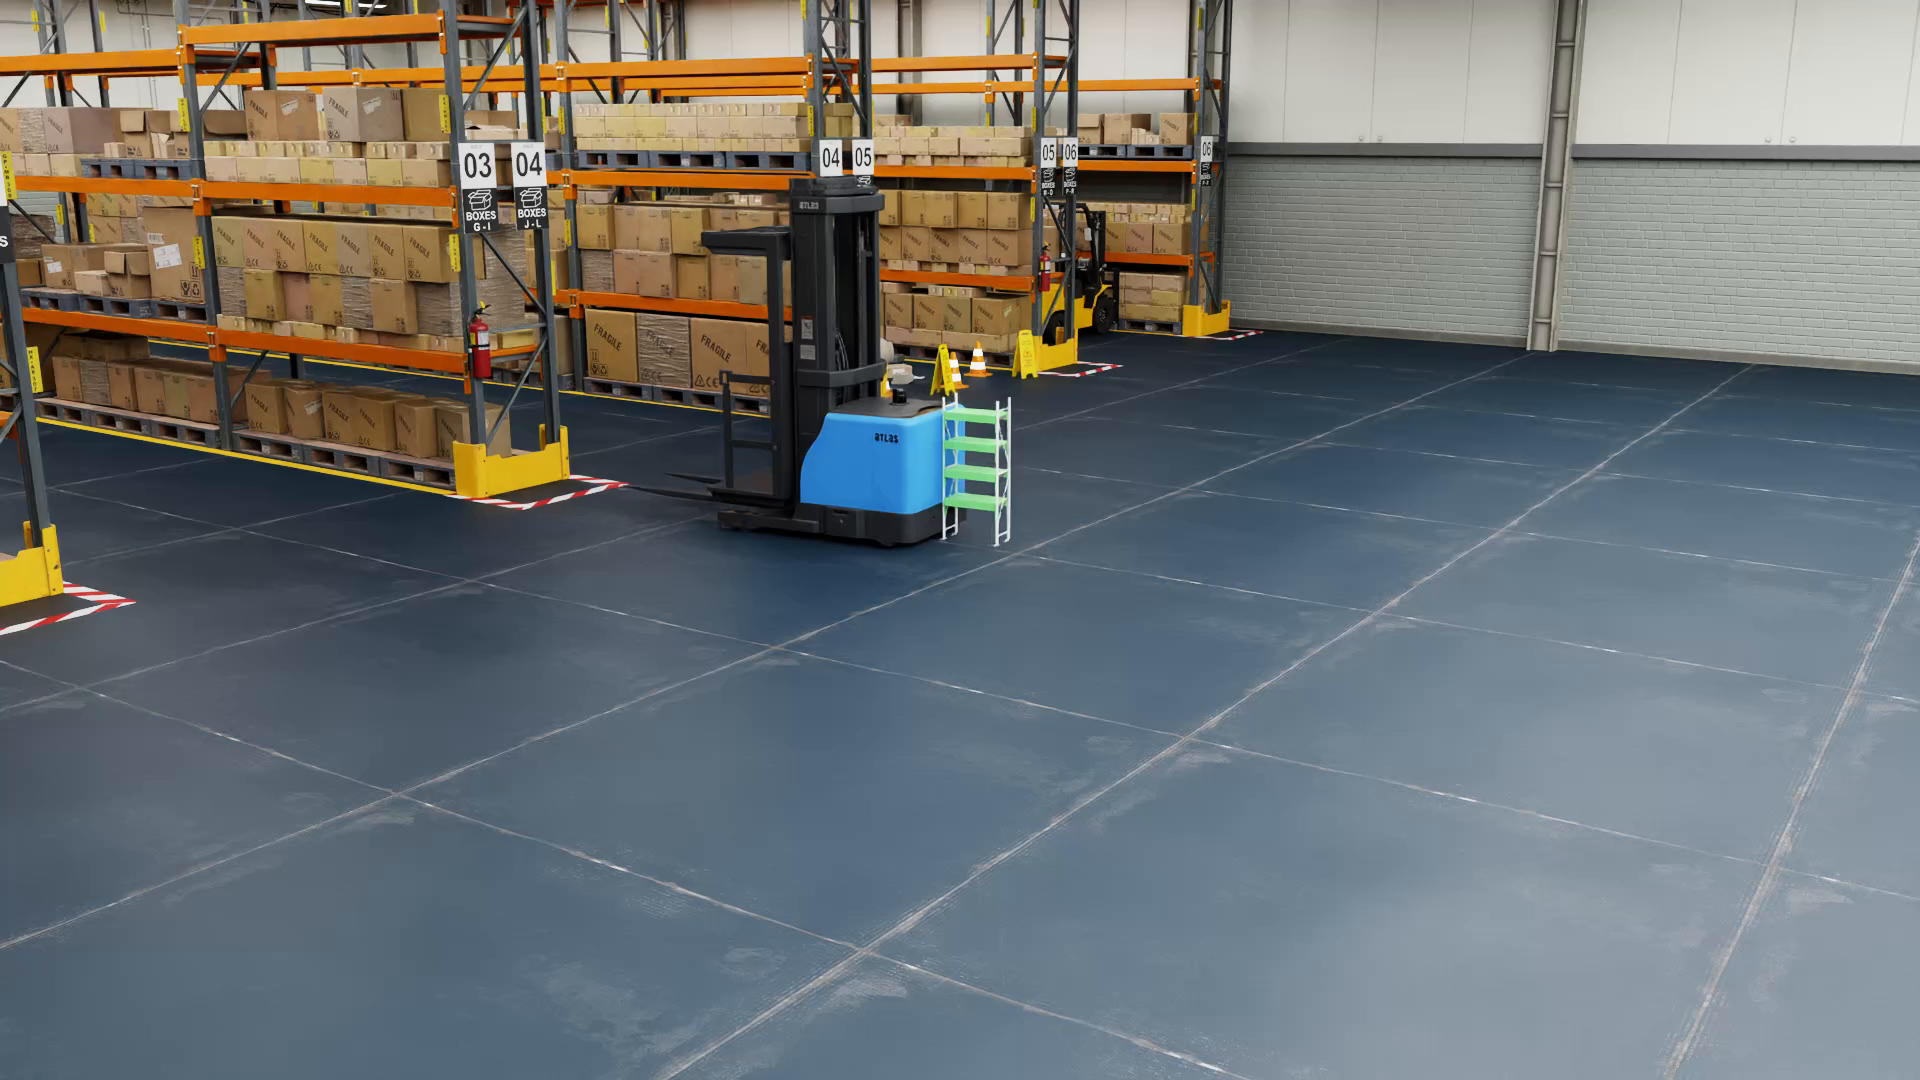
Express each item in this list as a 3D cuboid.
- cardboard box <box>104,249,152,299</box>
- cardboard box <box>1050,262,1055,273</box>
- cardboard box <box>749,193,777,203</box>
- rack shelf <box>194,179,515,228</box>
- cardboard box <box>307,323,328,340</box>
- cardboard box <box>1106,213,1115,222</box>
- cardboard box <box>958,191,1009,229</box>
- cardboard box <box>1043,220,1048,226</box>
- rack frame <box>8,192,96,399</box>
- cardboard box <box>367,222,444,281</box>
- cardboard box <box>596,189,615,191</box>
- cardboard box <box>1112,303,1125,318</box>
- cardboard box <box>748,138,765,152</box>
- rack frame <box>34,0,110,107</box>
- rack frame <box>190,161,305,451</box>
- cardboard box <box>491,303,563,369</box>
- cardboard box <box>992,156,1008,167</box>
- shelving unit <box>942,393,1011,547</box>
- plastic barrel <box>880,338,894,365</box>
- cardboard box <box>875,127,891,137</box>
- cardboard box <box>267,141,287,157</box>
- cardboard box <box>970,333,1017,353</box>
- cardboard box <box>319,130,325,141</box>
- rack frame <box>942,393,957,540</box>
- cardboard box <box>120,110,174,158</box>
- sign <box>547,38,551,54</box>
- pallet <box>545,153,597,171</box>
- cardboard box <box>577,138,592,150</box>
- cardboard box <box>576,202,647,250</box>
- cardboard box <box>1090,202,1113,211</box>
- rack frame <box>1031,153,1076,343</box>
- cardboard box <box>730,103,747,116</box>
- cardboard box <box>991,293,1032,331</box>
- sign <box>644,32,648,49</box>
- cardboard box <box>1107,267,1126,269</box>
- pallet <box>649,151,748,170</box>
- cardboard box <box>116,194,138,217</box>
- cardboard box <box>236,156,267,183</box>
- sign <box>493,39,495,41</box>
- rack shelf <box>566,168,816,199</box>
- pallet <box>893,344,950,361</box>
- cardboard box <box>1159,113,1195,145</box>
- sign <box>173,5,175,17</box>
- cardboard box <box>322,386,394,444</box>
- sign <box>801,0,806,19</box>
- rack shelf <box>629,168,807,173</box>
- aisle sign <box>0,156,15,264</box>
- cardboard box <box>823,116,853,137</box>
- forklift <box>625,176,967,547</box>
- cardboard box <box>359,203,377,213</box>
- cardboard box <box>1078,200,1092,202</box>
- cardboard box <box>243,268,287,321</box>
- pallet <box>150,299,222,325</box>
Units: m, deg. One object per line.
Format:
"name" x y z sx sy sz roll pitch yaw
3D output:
"cardboard box" -9.011 -2.970 18.490 0.637 0.503 0.797 11 18 38
"cardboard box" 1.162 -3.906 23.884 0.250 0.149 0.380 9 17 33
"cardboard box" -3.142 -5.448 26.539 0.250 0.149 0.380 10 17 36
"rack shelf" -5.862 -3.341 16.330 4.000 0.370 1.077 9 17 33
"cardboard box" -6.259 -2.093 16.557 0.250 0.149 0.380 9 17 33
"cardboard box" 2.574 -5.453 28.050 0.250 0.149 0.380 9 17 33
"cardboard box" 0.367 -4.714 23.716 0.500 0.500 0.700 9 17 33
"cardboard box" 1.441 -5.338 28.938 0.500 0.500 0.500 10 17 34
"rack frame" -10.840 -3.038 19.855 0.127 3.000 1.000 9 17 33
"cardboard box" -5.215 -2.734 15.718 0.500 0.500 0.500 9 17 33
"cardboard box" -5.999 -5.728 28.430 0.500 0.500 0.500 9 17 33
"cardboard box" 2.712 -3.938 28.338 0.500 0.250 0.500 9 17 33
"cardboard box" -2.237 -4.573 19.251 0.250 0.149 0.380 9 17 34
"rack frame" -14.627 -7.999 27.408 0.127 3.000 1.000 9 17 33
"rack frame" -7.521 -2.502 17.688 0.127 3.000 1.000 9 17 33
"cardboard box" -6.033 -2.785 22.637 0.750 0.750 1.050 9 17 33
"cardboard box" 0.652 -5.294 23.249 0.250 0.149 0.380 9 17 33
"shelving unit" 0.133 -0.579 13.666 0.503 1.200 0.258 7 16 26
"plastic barrel" -1.230 -2.666 23.712 0.512 0.421 0.421 -4 14 -16
"cardboard box" -1.028 -5.962 24.285 0.250 0.149 0.380 9 16 31
"cardboard box" -6.551 -3.834 16.307 0.250 0.149 0.380 9 16 32
"cardboard box" 0.488 -2.869 24.017 0.500 0.250 0.500 9 17 33
"cardboard box" -9.026 -5.609 23.788 0.500 0.500 0.500 9 17 33
"rack frame" -0.083 -0.606 13.774 0.015 1.200 0.240 7 16 26
"cardboard box" -8.638 -4.421 18.108 0.637 0.503 0.797 10 17 35
"sign" -8.854 -10.628 35.755 0.005 0.325 0.100 9 17 33
"pallet" -5.457 -4.954 21.748 1.217 0.209 0.805 8 16 31
"cardboard box" -4.557 -4.947 20.764 0.250 0.149 0.380 9 16 32
"cardboard box" -4.382 -4.018 21.253 0.550 0.550 0.875 9 17 33
"cardboard box" 2.405 -5.650 28.228 0.250 0.149 0.380 9 17 34
"rack frame" 1.329 -3.941 23.503 0.127 3.000 1.000 9 17 33
"cardboard box" -2.454 -4.995 19.296 0.250 0.149 0.380 10 17 34
"cardboard box" 0.794 -3.341 24.365 0.500 0.500 0.500 9 16 31
"sign" -6.180 -9.839 32.734 0.005 0.325 0.100 9 17 33
"cardboard box" 2.556 -4.594 28.906 0.500 0.250 0.500 9 16 32
"pallet" -2.988 -4.615 20.165 1.213 0.211 1.003 9 17 33
"cardboard box" -13.136 -5.444 26.663 0.500 0.500 0.500 9 16 31
"cardboard box" -6.849 -3.704 16.613 0.500 0.250 0.500 9 17 32
"sign" -8.336 -9.064 29.605 0.005 0.325 0.100 9 17 33
"rack shelf" -3.010 -4.316 20.271 4.000 0.370 1.077 9 17 33
"pallet" -0.397 -2.878 25.009 1.213 0.211 1.003 9 17 33
"cardboard box" 3.592 -6.699 27.111 0.500 0.500 0.500 10 17 35
"sign" -11.626 -7.848 24.692 0.005 0.325 0.100 9 17 33
"cardboard box" -6.173 -1.288 17.111 0.500 0.500 0.500 8 16 28
"sign" -2.295 -7.809 24.367 0.005 0.325 0.100 9 17 33
"rack shelf" -3.650 -5.853 26.479 4.000 0.370 1.077 9 17 33
"aisle sign" -6.743 -2.289 11.416 0.004 0.787 0.394 9 17 33
"cardboard box" -1.607 -4.837 19.489 0.500 0.250 0.500 9 17 33
"forklift" -1.494 -1.594 14.165 3.031 2.935 1.130 7 16 26
"cardboard box" -10.844 -6.364 31.002 0.500 0.500 0.500 9 17 32
"cardboard box" 2.255 -5.815 28.895 0.250 0.149 0.380 9 16 32
"cardboard box" -6.787 -2.548 17.047 0.500 0.500 0.875 9 17 33
"pallet" -8.074 -2.540 18.242 1.213 0.211 1.003 9 17 33
